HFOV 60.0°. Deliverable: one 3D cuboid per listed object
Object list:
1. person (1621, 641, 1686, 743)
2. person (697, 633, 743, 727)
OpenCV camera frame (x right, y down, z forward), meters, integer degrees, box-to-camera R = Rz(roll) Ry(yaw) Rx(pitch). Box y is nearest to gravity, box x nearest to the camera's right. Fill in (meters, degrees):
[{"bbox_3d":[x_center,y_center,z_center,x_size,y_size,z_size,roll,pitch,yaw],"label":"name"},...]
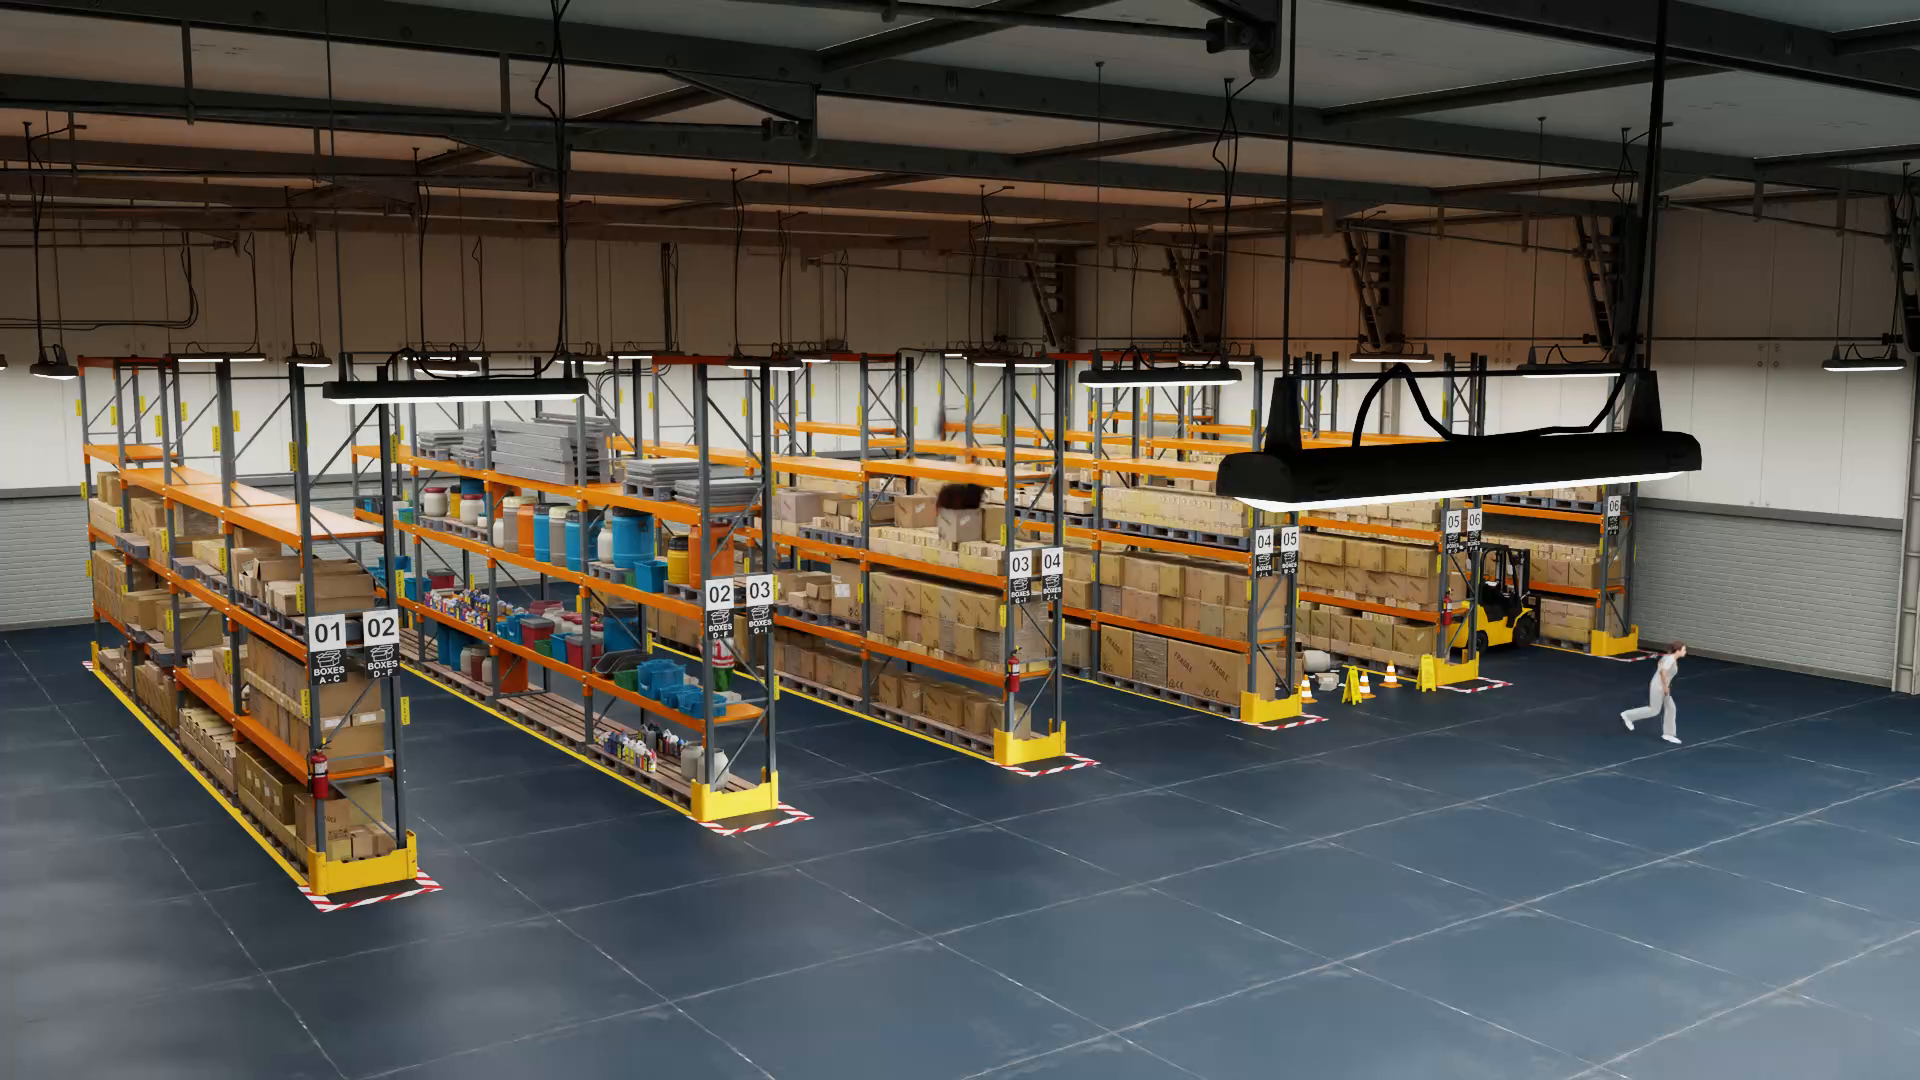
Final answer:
[{"bbox_3d":[10.957,2.379,26.291,0.916,1.622,0.574,2,7,16],"label":"person"},{"bbox_3d":[-3.913,2.109,27.392,0.651,1.805,0.983,-7,10,-44],"label":"person"}]
